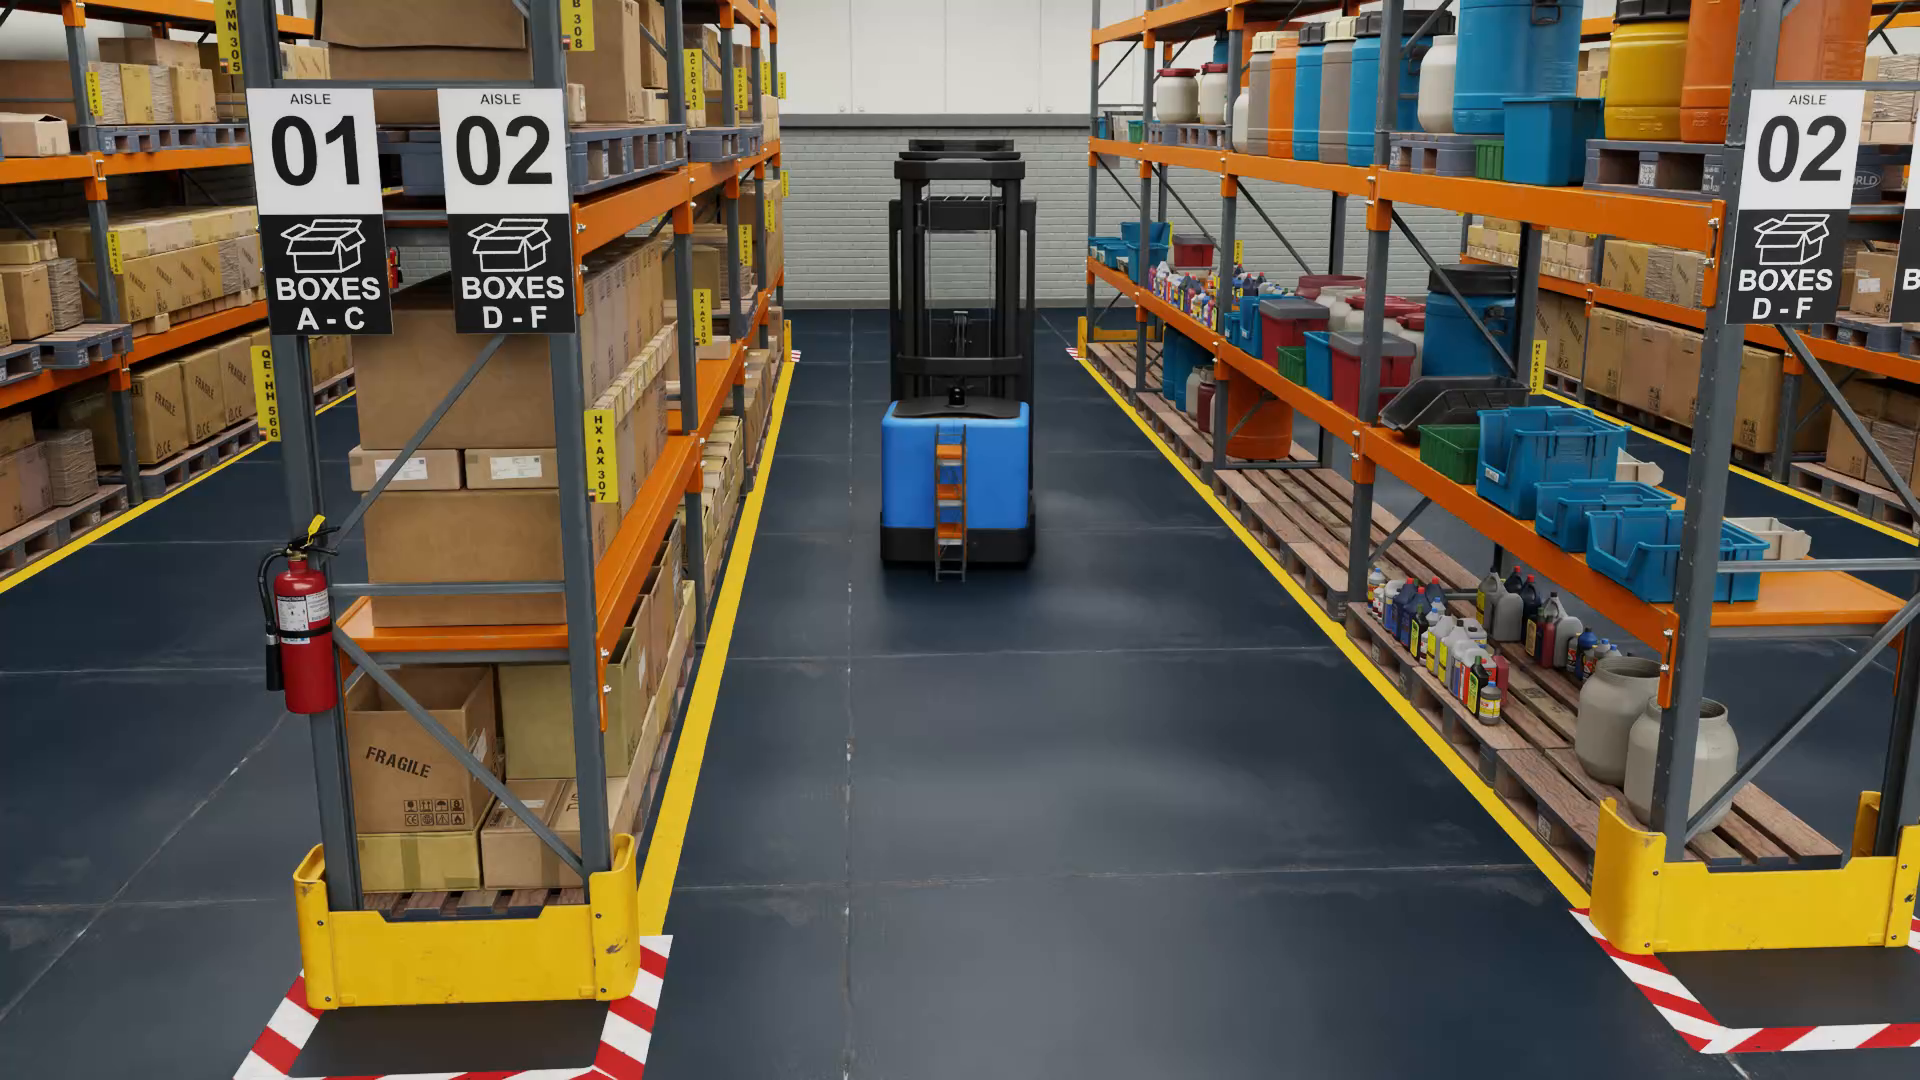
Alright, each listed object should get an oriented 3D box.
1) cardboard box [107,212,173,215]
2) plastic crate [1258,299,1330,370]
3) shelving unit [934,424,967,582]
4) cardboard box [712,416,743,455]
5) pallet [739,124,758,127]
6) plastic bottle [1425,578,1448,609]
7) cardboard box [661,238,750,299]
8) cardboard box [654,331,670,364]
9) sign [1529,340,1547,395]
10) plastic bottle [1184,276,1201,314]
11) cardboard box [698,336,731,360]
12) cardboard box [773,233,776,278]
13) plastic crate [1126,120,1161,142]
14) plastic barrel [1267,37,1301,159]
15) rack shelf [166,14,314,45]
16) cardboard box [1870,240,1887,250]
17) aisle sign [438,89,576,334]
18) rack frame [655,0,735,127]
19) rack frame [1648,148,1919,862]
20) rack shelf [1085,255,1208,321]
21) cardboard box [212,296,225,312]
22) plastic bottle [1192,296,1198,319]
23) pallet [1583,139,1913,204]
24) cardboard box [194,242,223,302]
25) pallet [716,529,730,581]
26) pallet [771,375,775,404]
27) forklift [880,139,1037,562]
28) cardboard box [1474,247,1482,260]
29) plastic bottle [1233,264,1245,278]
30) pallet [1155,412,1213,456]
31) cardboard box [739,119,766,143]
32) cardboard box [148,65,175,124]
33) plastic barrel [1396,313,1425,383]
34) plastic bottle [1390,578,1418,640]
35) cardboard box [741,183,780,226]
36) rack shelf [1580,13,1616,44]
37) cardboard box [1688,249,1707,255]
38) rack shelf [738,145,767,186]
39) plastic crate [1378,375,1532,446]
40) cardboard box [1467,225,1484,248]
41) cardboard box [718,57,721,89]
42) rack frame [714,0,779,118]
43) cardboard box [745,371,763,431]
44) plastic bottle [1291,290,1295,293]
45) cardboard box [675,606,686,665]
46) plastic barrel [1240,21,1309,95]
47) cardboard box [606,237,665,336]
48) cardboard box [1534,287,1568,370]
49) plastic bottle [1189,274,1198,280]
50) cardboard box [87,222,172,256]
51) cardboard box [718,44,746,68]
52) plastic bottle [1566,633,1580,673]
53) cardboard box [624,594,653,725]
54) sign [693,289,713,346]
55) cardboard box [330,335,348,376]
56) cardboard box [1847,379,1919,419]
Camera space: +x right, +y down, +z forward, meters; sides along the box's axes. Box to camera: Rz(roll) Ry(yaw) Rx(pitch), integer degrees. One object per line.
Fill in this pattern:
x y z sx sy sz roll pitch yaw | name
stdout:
-7.635 -2.923 15.524 0.500 0.250 0.500 -1 14 -5 | cardboard box
2.452 -1.513 12.259 0.402 0.464 0.583 -1 14 -3 | plastic crate
-0.063 -0.251 11.358 0.215 1.050 0.252 1 19 2 | shelving unit
-2.009 -0.830 13.282 0.500 0.311 0.500 -1 14 -2 | cardboard box
-2.497 -3.748 15.433 1.213 0.211 1.003 -1 14 -3 | pallet
2.685 0.381 9.459 0.144 0.351 0.185 -1 14 -3 | plastic bottle
-2.304 -2.450 14.986 0.700 0.500 0.500 2 15 7 | cardboard box
-1.795 -1.055 9.105 0.380 0.149 0.250 -1 14 -5 | cardboard box
3.455 -1.034 9.968 0.100 0.325 0.005 -1 14 -3 | sign
2.167 -2.283 15.480 0.144 0.351 0.185 -1 14 -3 | plastic bottle
-1.955 -1.472 12.732 0.380 0.149 0.250 -1 14 -3 | cardboard box
-2.358 -3.239 18.895 0.500 0.500 0.500 -1 14 -4 | cardboard box
2.034 -4.477 18.221 0.416 0.233 0.300 -1 14 -3 | plastic crate
2.532 -3.179 11.981 0.600 0.830 0.708 -1 14 -3 | plastic barrel
-7.603 -5.591 18.444 1.077 0.370 4.000 -1 14 -3 | rack shelf
11.872 -3.950 21.061 0.500 0.500 0.500 -1 14 -3 | cardboard box
-1.481 -1.071 5.452 0.394 0.787 0.004 -1 14 -3 | aisle sign
-2.287 -4.718 12.806 1.000 3.000 0.127 -1 14 -3 | rack frame
3.153 0.101 6.114 1.000 3.000 0.127 -1 14 -3 | rack frame
2.286 -3.032 19.736 1.077 0.370 4.000 -1 14 -3 | rack shelf
-7.140 -2.222 15.607 0.380 0.149 0.250 -1 14 -5 | cardboard box
2.167 -2.118 15.137 0.097 0.201 0.097 0 14 0 | plastic bottle
3.199 -1.468 6.569 1.003 0.211 1.213 -1 14 -3 | pallet
-7.098 -2.446 15.175 0.500 0.500 0.500 0 14 -2 | cardboard box
-2.202 0.045 11.926 1.003 0.211 1.213 -1 14 -3 | pallet
-2.576 -1.628 18.431 1.003 0.211 1.213 -1 14 -3 | pallet
0.030 -1.574 12.763 1.130 2.935 3.031 1 14 3 | forklift
6.815 -3.676 21.297 0.380 0.149 0.250 -1 14 -4 | cardboard box
2.804 -2.590 16.672 0.144 0.351 0.185 -1 14 -3 | plastic bottle
2.494 -1.036 16.130 1.003 0.211 1.213 -1 14 -3 | pallet
-2.318 -4.313 17.550 0.500 0.250 0.500 -1 14 -3 | cardboard box
-7.468 -3.961 14.798 0.700 0.500 0.500 -1 14 -3 | cardboard box
3.065 -1.201 10.902 0.433 0.535 0.433 0 14 0 | plastic barrel
2.541 0.383 9.451 0.144 0.351 0.185 0 14 -2 | plastic bottle
-2.412 -3.974 19.746 0.500 0.500 0.500 0 14 -2 | cardboard box
7.229 -5.821 19.336 1.077 0.370 4.000 -1 14 -3 | rack shelf
7.486 -3.010 15.992 0.797 0.503 0.637 0 14 -2 | cardboard box
-2.411 -3.415 15.202 1.077 0.370 4.000 -1 14 -3 | rack shelf
2.811 -0.732 9.475 0.767 0.338 0.504 -1 14 -3 | plastic crate
6.865 -3.903 21.378 0.500 0.250 0.500 -1 14 -5 | cardboard box
-2.492 -4.103 15.188 0.600 0.600 0.600 -1 15 -6 | cardboard box
-2.783 -6.708 20.539 1.000 3.000 0.127 -1 14 -3 | rack frame
-2.131 -1.318 15.762 0.500 0.500 0.500 -1 14 -5 | cardboard box
2.962 -2.094 14.879 0.061 0.283 0.133 -1 14 -3 | plastic bottle
-1.771 0.546 9.058 0.500 0.250 0.500 -1 14 -3 | cardboard box
2.625 -3.894 13.916 0.600 0.830 0.708 -1 14 -3 | plastic barrel
-2.005 -1.385 9.084 0.700 0.500 0.500 -1 14 -3 | cardboard box
7.336 -2.523 19.736 0.875 0.875 0.875 -1 14 -3 | cardboard box
2.267 -2.474 16.373 0.152 0.276 0.135 -1 14 -3 | plastic bottle
-7.036 -2.552 14.081 0.500 0.250 0.500 -1 14 -4 | cardboard box
-2.603 -4.914 17.377 0.700 0.500 0.500 -1 14 -3 | cardboard box
3.305 0.602 8.902 0.097 0.201 0.097 0 14 0 | plastic bottle
-1.679 0.556 7.515 0.500 0.500 0.500 -1 14 -3 | cardboard box
-1.485 -1.285 9.604 0.100 0.325 0.005 -1 14 -3 | sign
-7.480 -2.164 19.089 0.700 0.500 0.500 -1 14 -2 | cardboard box
7.672 -1.165 13.662 0.500 0.250 0.500 0 14 -1 | cardboard box
